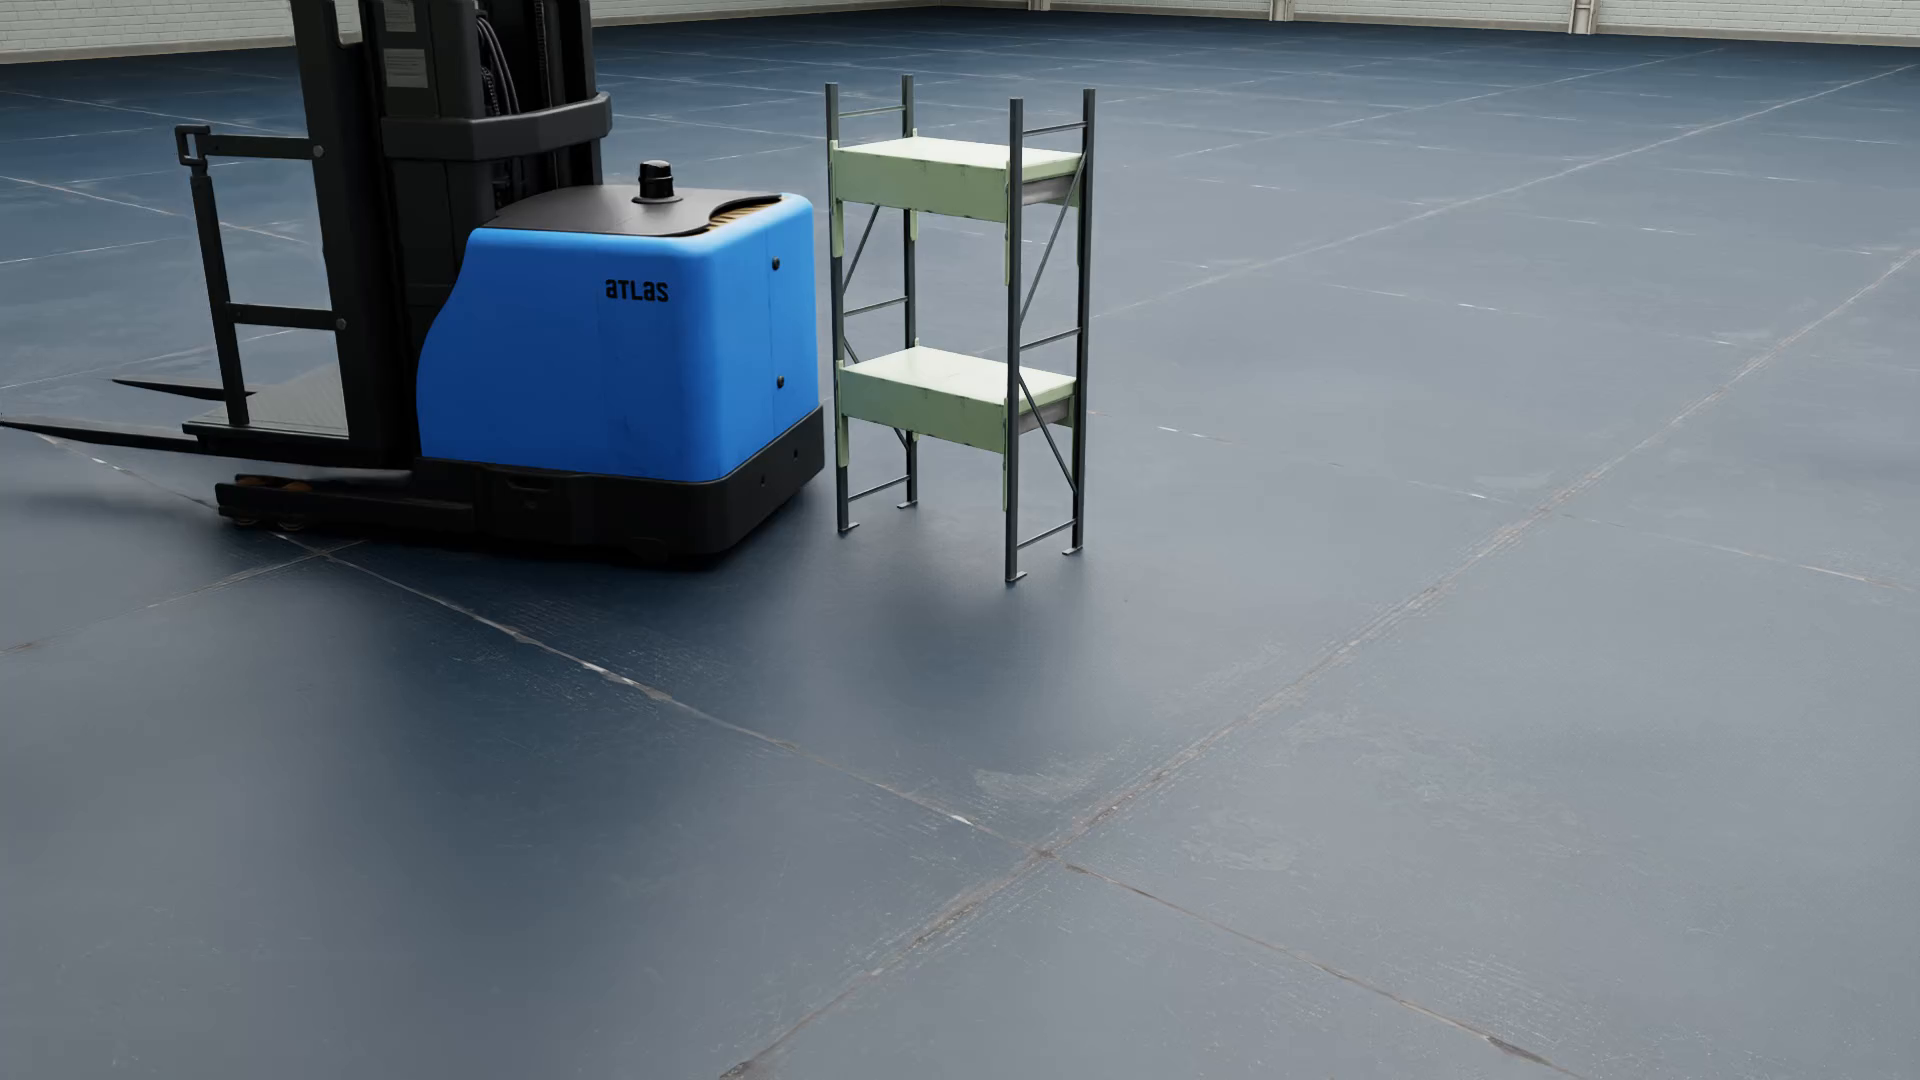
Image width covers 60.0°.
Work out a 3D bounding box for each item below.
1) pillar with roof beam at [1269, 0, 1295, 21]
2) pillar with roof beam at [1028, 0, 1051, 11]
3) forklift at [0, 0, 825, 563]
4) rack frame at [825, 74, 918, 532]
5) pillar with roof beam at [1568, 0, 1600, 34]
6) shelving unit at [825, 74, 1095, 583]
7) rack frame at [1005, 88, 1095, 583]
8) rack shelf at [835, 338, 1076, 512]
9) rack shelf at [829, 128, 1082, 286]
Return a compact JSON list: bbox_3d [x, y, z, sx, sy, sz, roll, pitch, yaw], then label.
[{"bbox_3d":[3.676,-13.371,28.371,0.400,9.000,9.100,16,26,36],"label":"pillar with roof beam"},{"bbox_3d":[-0.972,-14.709,31.921,0.400,9.000,9.100,16,26,36],"label":"pillar with roof beam"},{"bbox_3d":[-2.078,-1.574,5.688,3.031,2.935,1.130,6,21,15],"label":"forklift"},{"bbox_3d":[-0.289,-0.785,5.624,0.023,1.500,0.400,16,26,36],"label":"rack frame"},{"bbox_3d":[8.324,-12.032,24.821,0.400,9.000,9.100,16,26,36],"label":"pillar with roof beam"},{"bbox_3d":[-0.005,-0.703,5.407,0.755,1.500,0.431,16,26,36],"label":"shelving unit"},{"bbox_3d":[0.278,-0.622,5.191,0.023,1.500,0.400,16,26,36],"label":"rack frame"},{"bbox_3d":[-0.005,-0.398,5.523,0.720,0.370,0.431,16,26,36],"label":"rack shelf"},{"bbox_3d":[-0.005,-1.068,5.270,0.720,0.370,0.431,16,26,36],"label":"rack shelf"}]
